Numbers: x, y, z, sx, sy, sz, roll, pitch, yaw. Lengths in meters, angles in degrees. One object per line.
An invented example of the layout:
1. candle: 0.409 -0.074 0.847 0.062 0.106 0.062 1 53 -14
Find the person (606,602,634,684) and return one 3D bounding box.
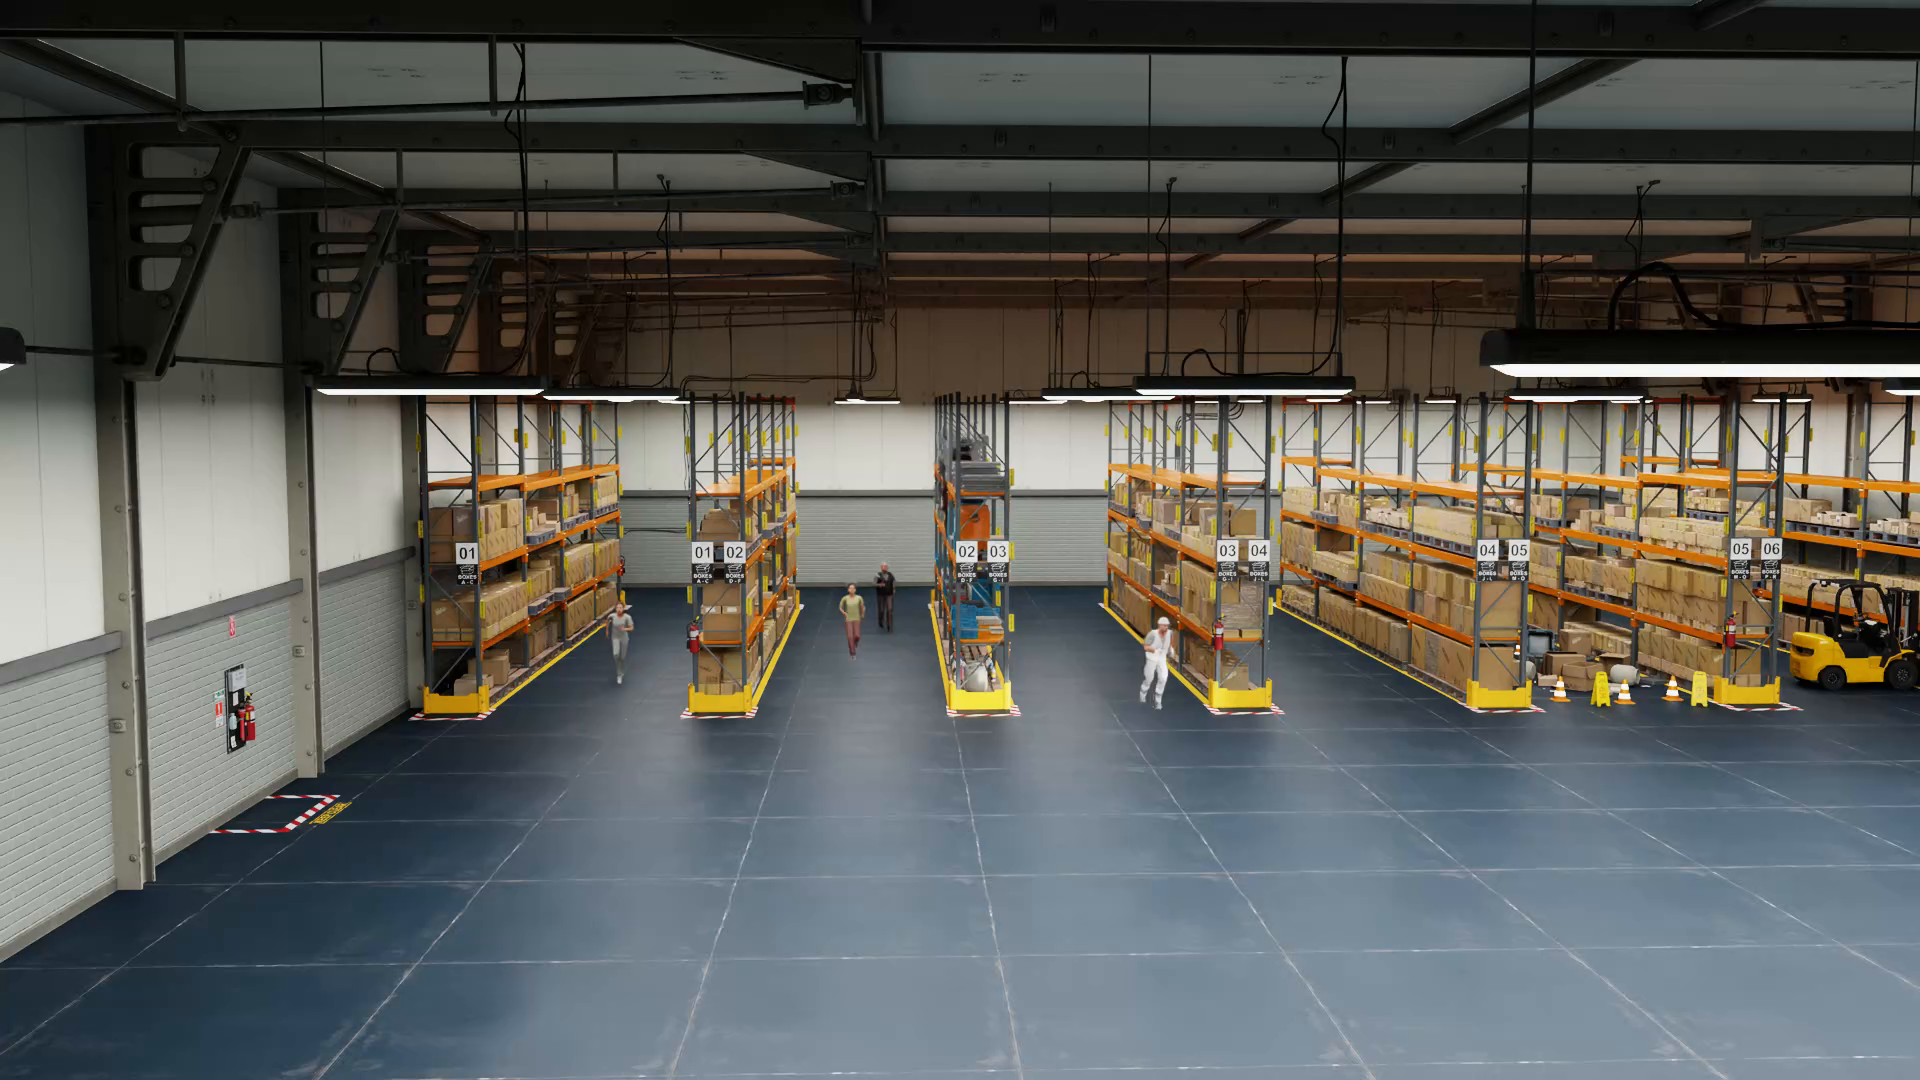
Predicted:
1. person: -7.085 2.122 34.656 0.587 1.693 0.833 -1 5 -7

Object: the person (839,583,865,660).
1. person: -2.318 1.752 35.861 0.581 1.641 0.527 -1 5 -9

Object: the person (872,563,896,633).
1. person: -1.918 1.445 42.414 0.652 1.742 0.902 -1 5 -13

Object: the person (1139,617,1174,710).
1. person: 3.776 2.350 31.696 0.721 1.822 0.873 -2 5 -19
